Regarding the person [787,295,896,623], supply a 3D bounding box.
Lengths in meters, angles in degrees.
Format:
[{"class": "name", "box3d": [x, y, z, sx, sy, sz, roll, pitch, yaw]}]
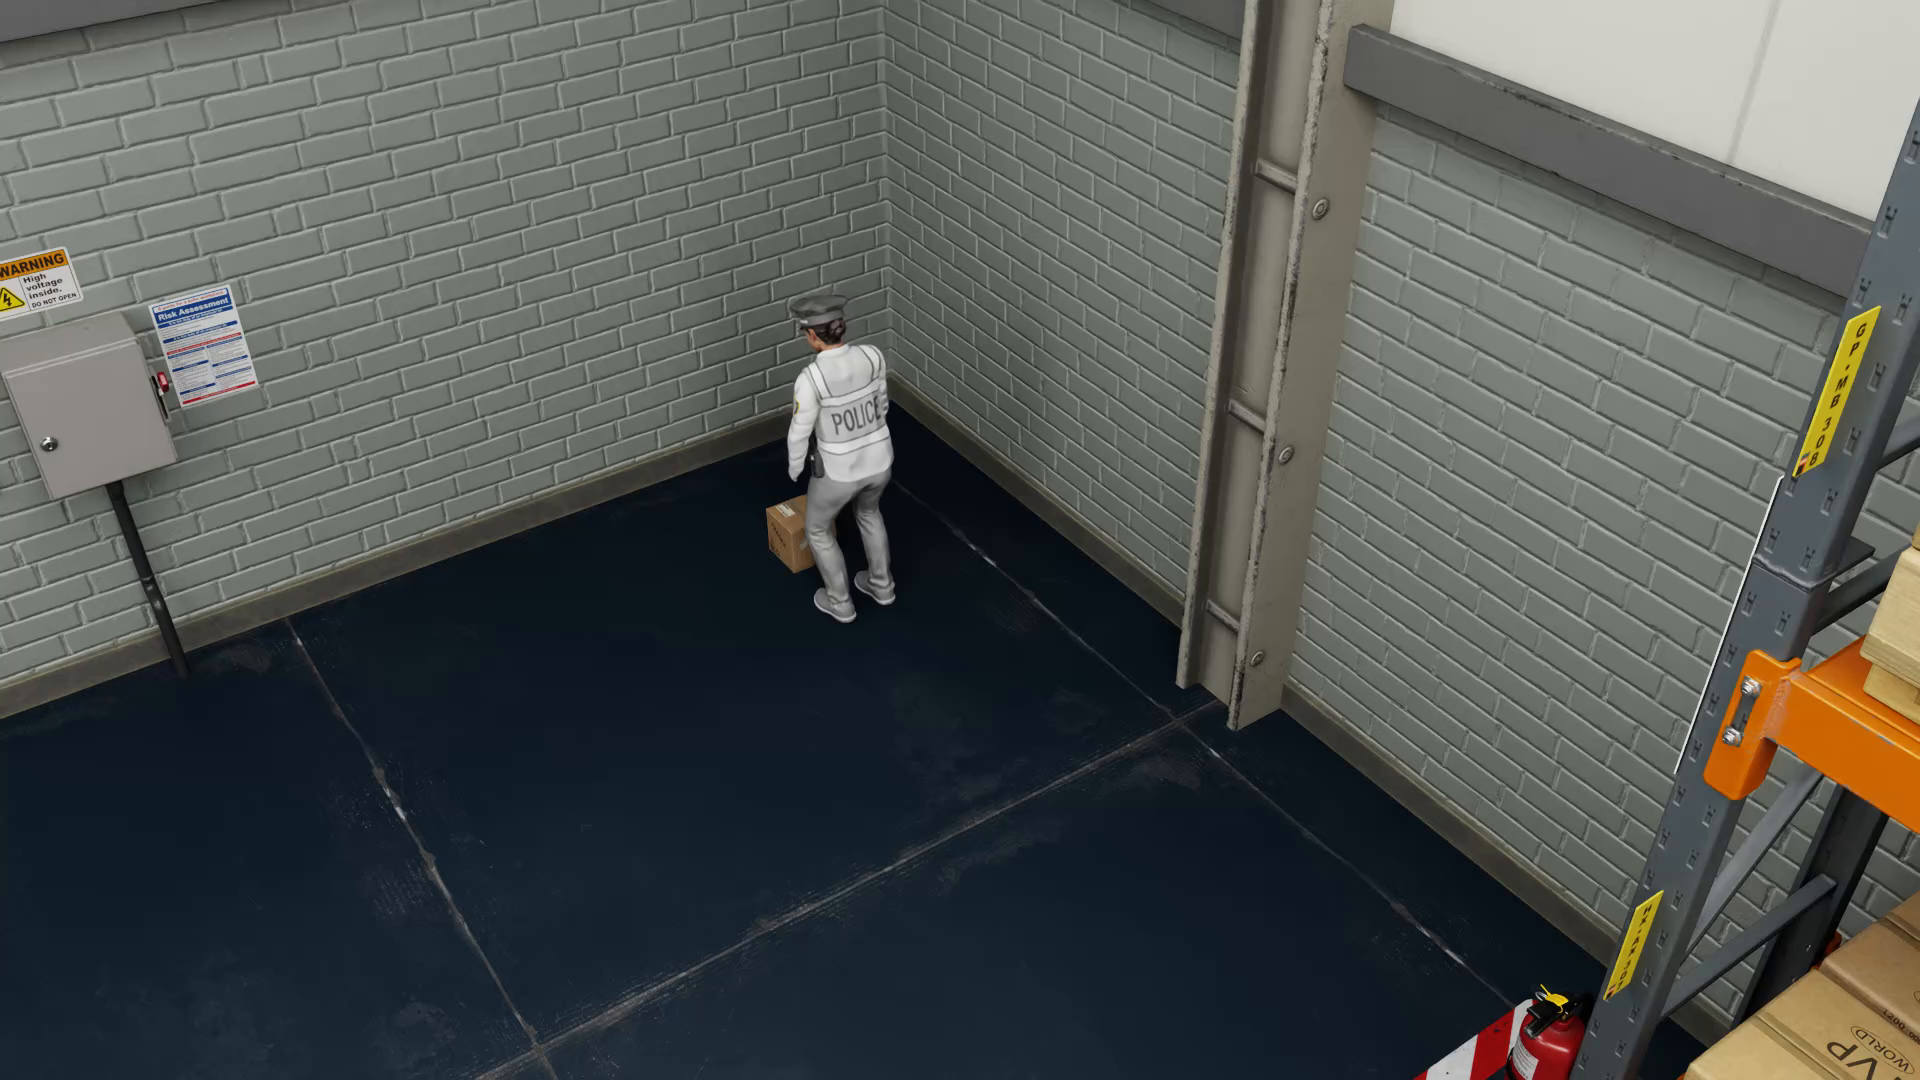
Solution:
[{"class": "person", "box3d": [-0.543, -0.351, 7.525, 0.504, 1.616, 0.465, -22, 42, -26]}]
